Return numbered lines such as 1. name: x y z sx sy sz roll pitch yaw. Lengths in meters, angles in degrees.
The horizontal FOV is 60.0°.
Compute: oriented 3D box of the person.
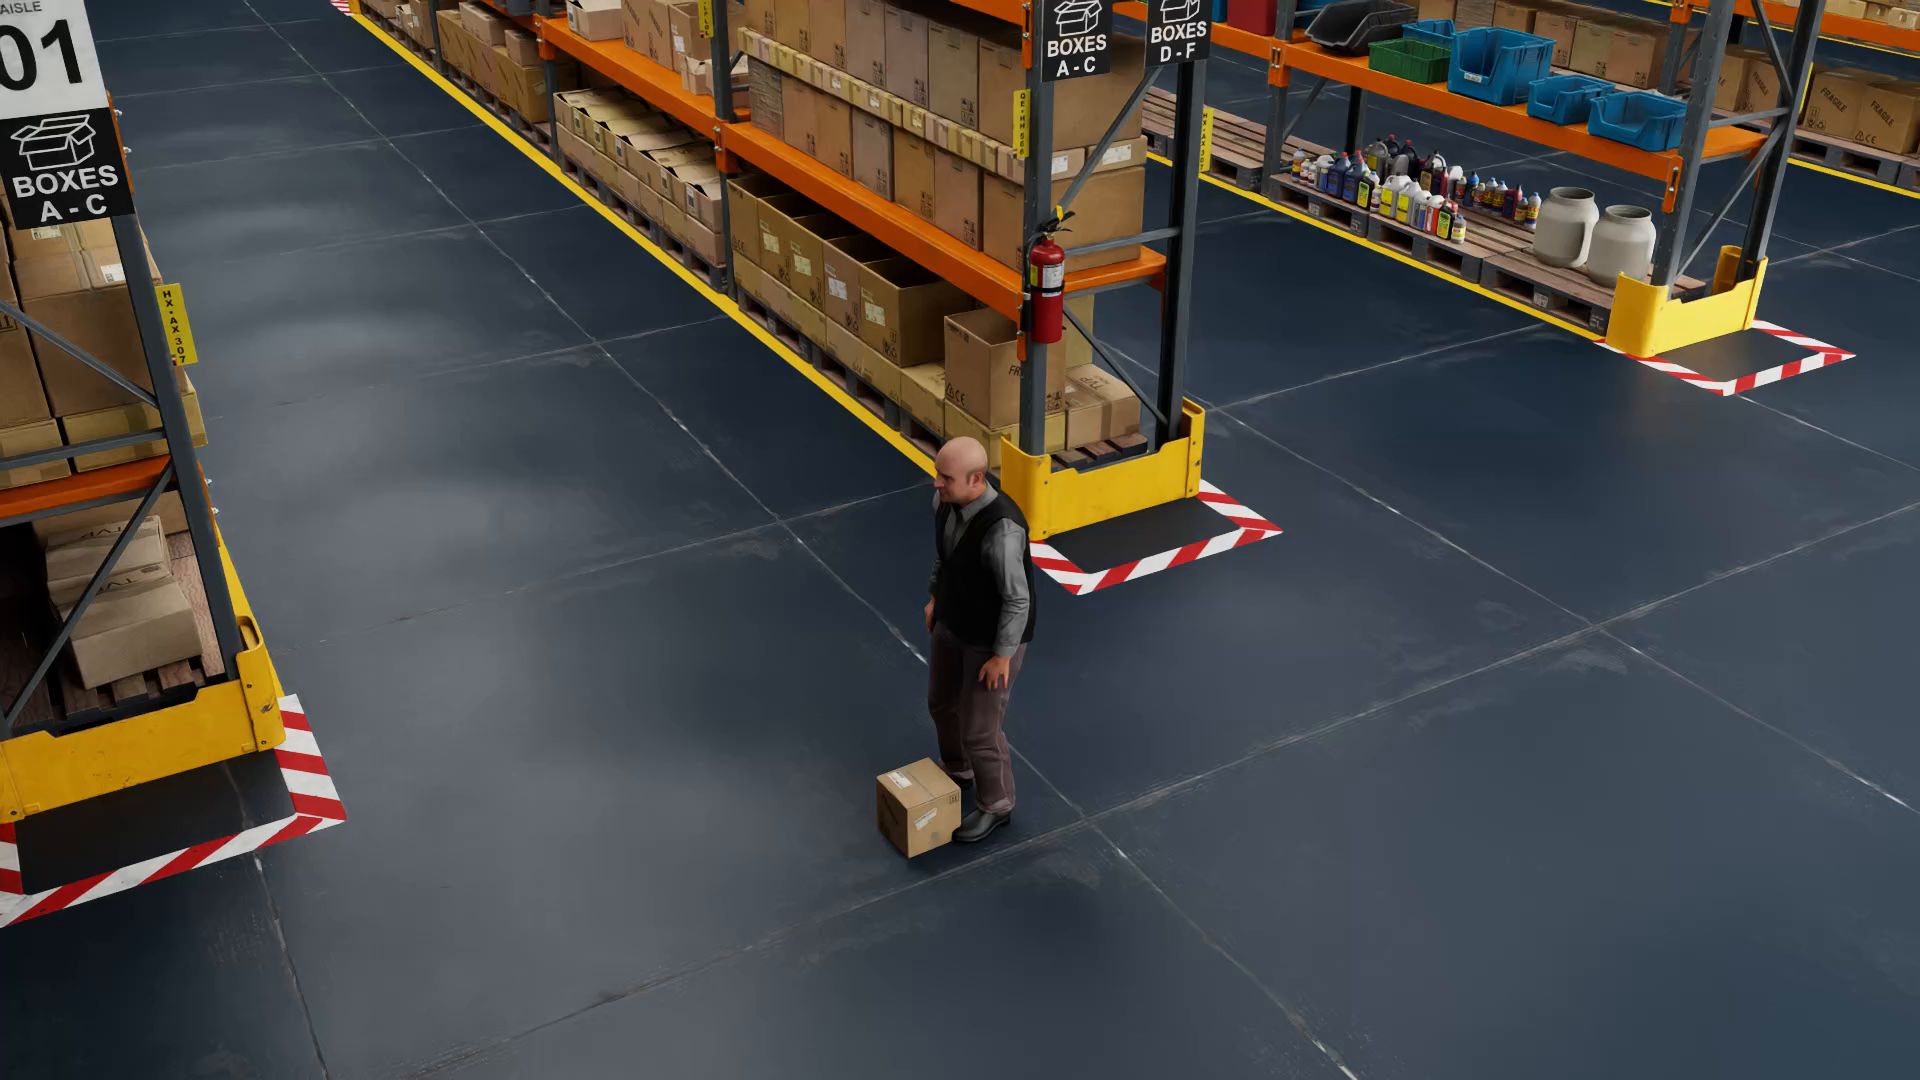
1. person: 0.067 0.405 6.521 0.421 1.617 0.580 -16 32 -26
